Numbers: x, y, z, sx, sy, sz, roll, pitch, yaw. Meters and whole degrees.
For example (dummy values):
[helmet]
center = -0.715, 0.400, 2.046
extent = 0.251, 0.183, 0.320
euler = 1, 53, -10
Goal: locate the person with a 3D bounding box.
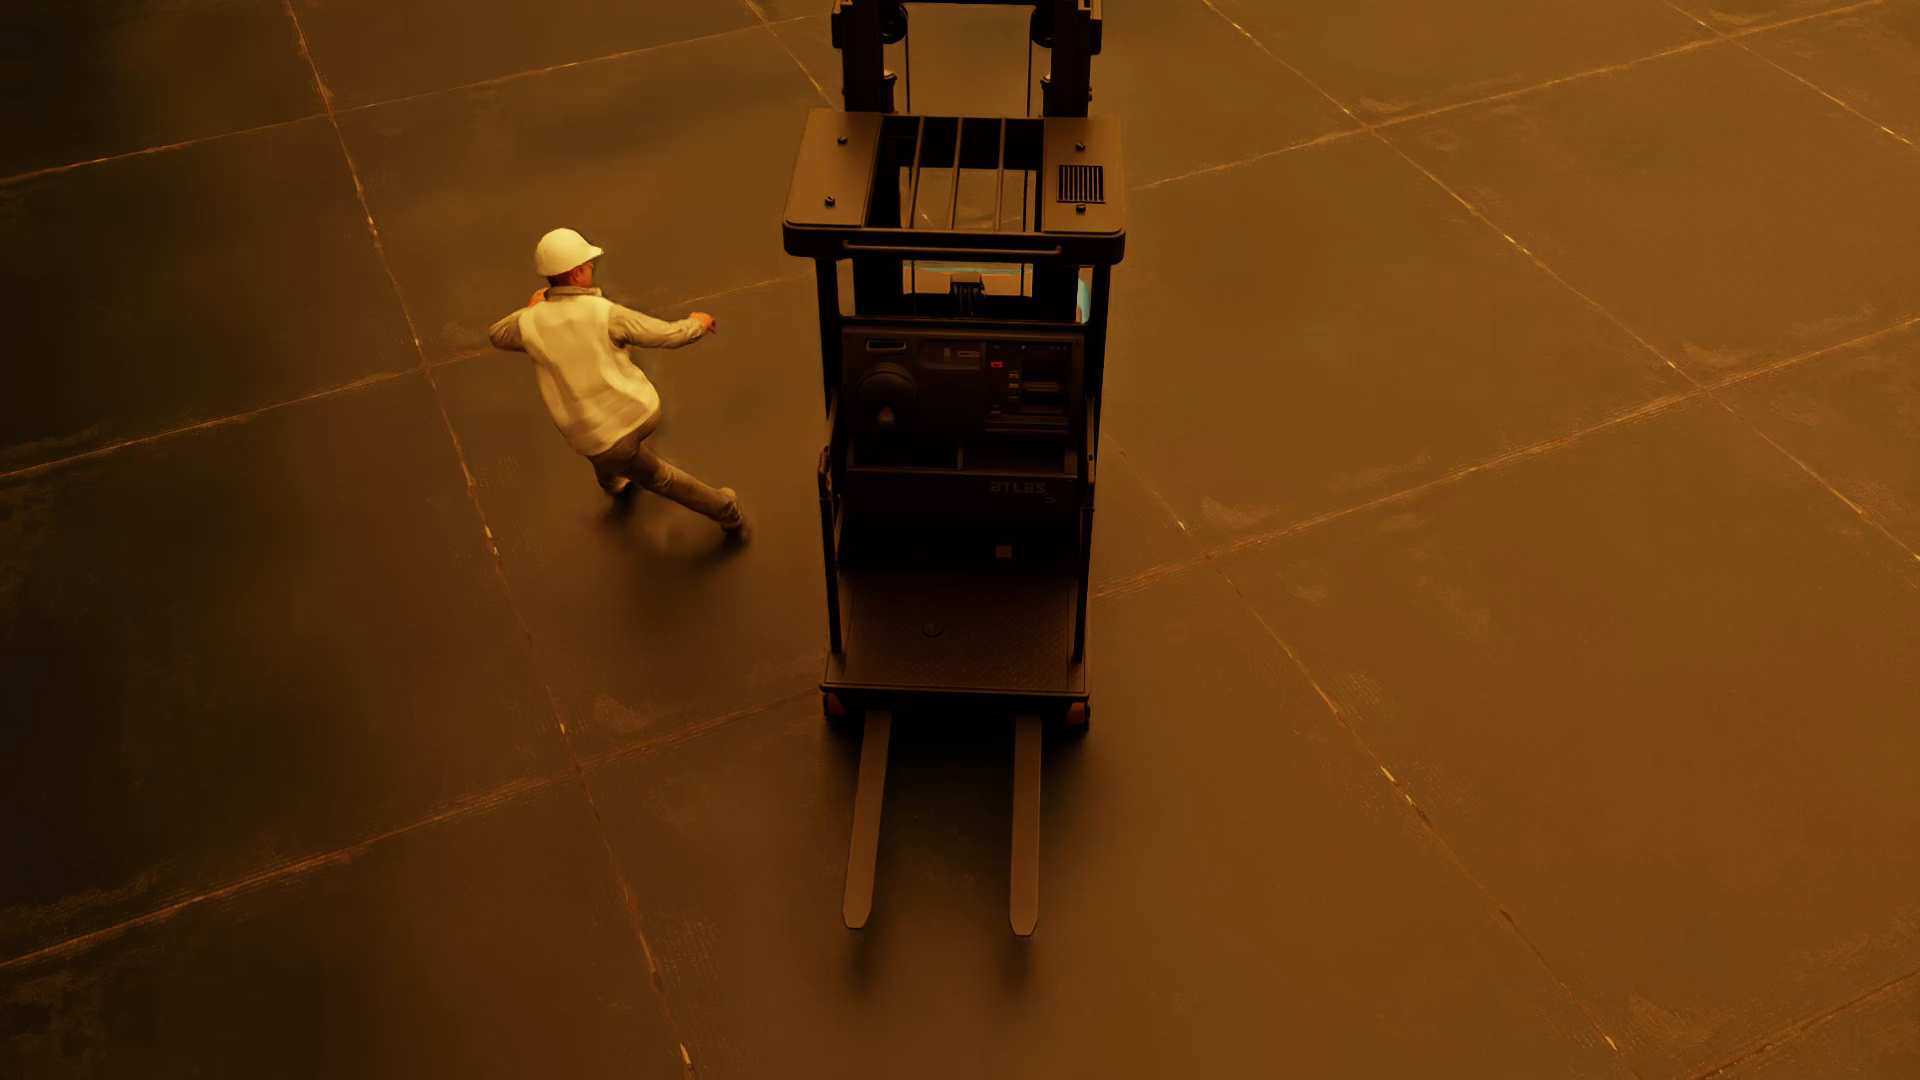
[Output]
[person]
center = -3.234, -0.441, 7.028
extent = 0.725, 1.747, 0.512
euler = -12, 44, -12

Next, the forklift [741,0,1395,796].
[forklift]
center = 0.445, -0.788, 6.525
extent = 3.031, 2.935, 1.130
euler = 32, 52, 30
